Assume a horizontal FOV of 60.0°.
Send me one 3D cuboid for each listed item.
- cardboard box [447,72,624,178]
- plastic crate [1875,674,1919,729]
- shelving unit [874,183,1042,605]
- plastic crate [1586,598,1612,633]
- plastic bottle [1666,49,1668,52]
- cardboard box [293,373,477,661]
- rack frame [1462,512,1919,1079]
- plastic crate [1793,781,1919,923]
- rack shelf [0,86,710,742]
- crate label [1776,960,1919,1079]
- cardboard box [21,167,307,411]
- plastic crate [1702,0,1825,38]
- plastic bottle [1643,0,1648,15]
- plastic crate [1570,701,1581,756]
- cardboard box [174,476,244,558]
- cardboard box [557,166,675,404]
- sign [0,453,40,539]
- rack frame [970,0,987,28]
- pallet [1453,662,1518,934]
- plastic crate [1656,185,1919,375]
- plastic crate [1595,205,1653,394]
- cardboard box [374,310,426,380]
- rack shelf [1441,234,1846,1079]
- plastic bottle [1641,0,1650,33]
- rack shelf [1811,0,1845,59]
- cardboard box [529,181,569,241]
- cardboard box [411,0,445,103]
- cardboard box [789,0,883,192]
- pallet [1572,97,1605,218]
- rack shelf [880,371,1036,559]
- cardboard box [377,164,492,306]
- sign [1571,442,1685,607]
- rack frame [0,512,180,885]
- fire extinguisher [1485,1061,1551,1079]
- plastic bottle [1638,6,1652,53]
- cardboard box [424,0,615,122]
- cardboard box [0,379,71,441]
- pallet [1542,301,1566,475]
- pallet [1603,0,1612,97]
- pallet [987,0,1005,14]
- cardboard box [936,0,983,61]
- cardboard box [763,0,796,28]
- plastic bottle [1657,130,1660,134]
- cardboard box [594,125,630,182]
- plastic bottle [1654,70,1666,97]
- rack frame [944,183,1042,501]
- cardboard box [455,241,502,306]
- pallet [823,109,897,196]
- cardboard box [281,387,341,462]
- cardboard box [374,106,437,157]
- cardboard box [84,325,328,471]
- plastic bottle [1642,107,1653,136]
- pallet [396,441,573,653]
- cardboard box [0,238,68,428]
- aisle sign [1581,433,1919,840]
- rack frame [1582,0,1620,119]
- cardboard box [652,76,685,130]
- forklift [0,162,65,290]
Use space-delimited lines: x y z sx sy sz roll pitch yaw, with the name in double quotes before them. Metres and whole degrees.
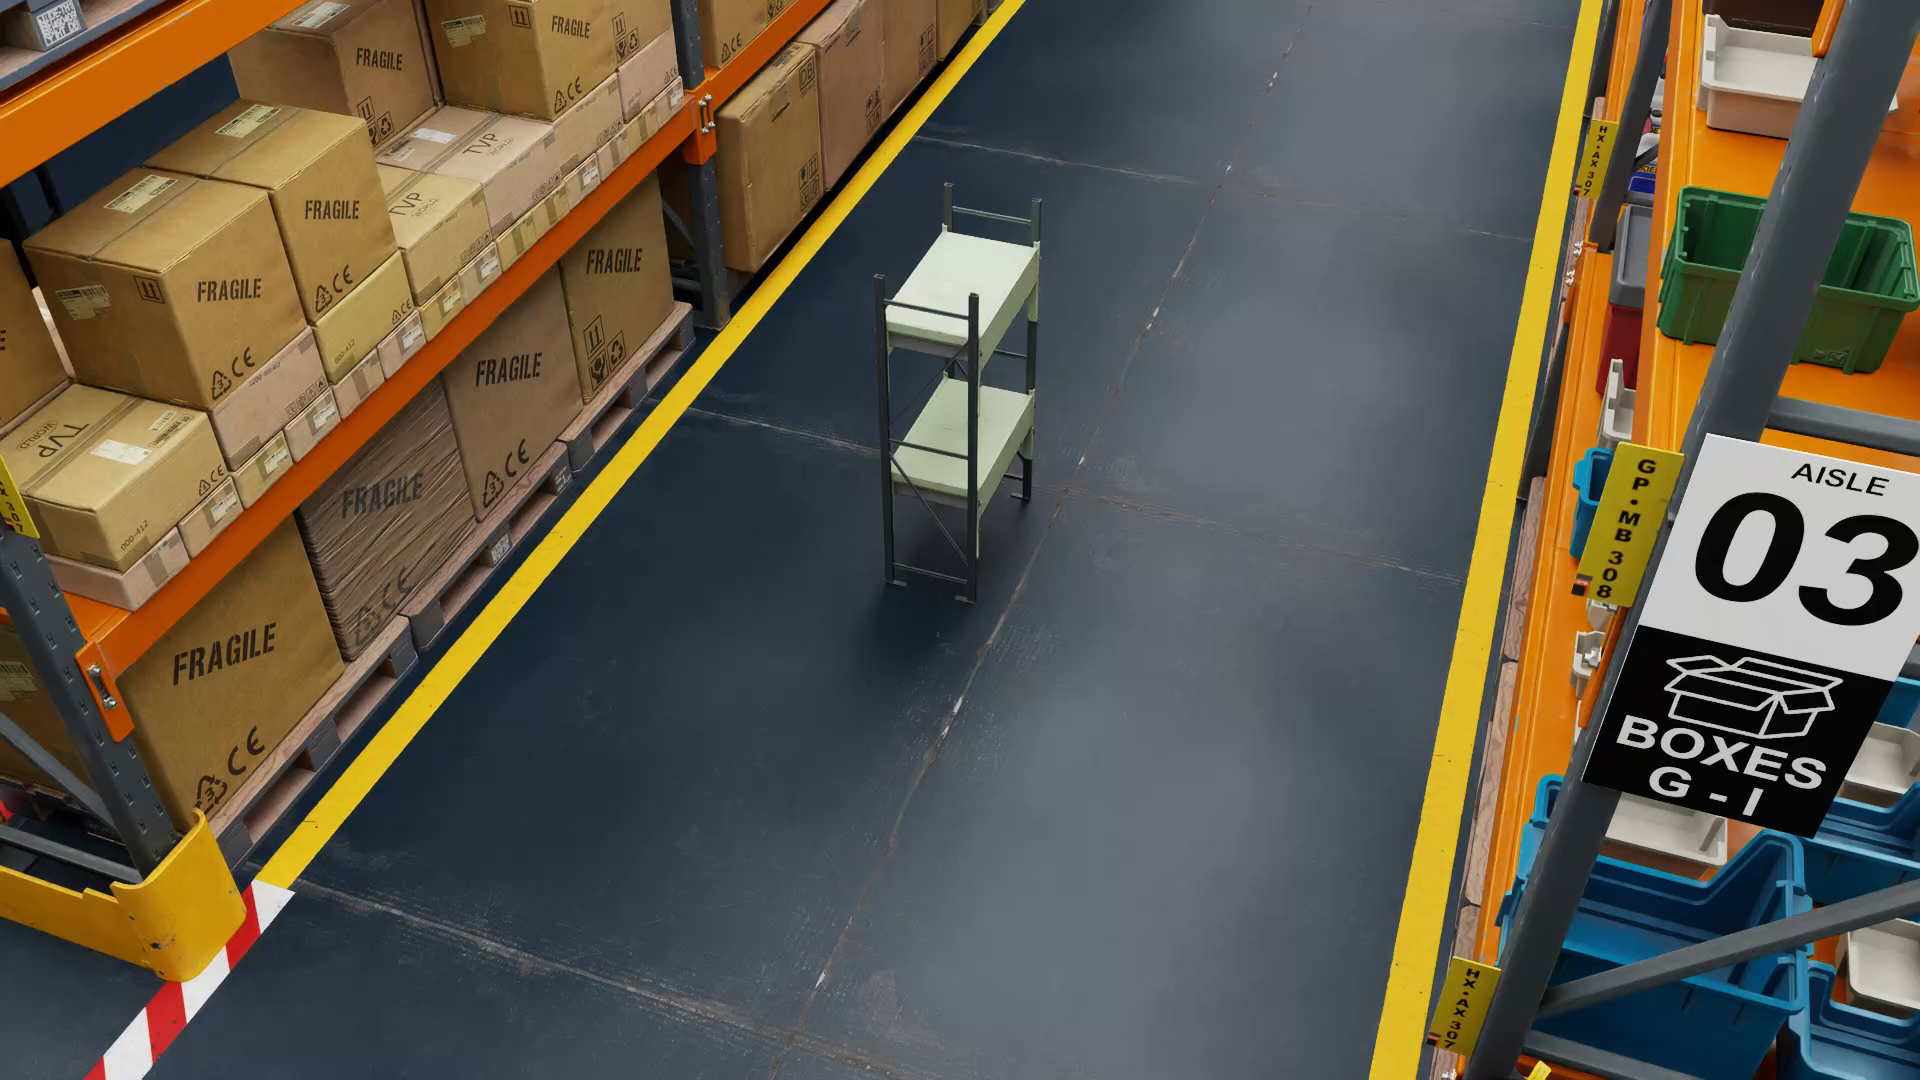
"cardboard box" -1.750 -1.759 6.887 0.500 0.250 0.500 15 43 16
"plastic crate" 2.460 0.353 4.608 0.416 0.233 0.300 13 42 15
"shelving unit" 0.002 -0.575 6.768 0.431 1.500 0.755 13 42 15
"plastic crate" 1.993 0.199 4.862 0.298 0.136 0.250 13 42 15
"plastic bottle" 3.112 -2.042 7.428 0.152 0.276 0.135 13 42 15
"cardboard box" -2.584 -0.221 6.512 0.875 0.875 0.875 13 42 15
"rack frame" 1.616 1.193 3.541 1.000 3.000 0.127 13 42 15
"plastic crate" 2.235 0.755 4.137 0.416 0.233 0.300 13 42 15
"rack shelf" -2.355 -0.853 6.493 1.077 0.370 4.000 13 42 15
"crate label" 2.010 1.156 3.667 0.416 0.233 0.303 13 42 15
"cardboard box" -2.450 -0.786 5.168 0.500 0.500 0.500 12 42 14
"plastic crate" 2.301 -1.641 4.653 0.497 0.269 0.590 13 42 15
"plastic bottle" 3.462 -2.755 8.258 0.061 0.283 0.133 13 42 15
"plastic crate" 1.837 0.559 4.440 0.396 0.136 0.243 13 42 15
"cardboard box" -2.521 -0.111 5.263 0.380 0.149 0.250 13 42 14
"cardboard box" -1.971 -1.313 7.791 0.875 0.875 0.875 13 42 15
"sign" -2.519 -0.139 4.374 0.100 0.325 0.005 13 42 15
"rack frame" -0.303 -4.786 10.548 1.000 3.000 0.127 13 42 15
"pallet" 2.353 1.018 5.895 1.003 0.211 1.213 13 42 15
"plastic crate" 1.685 -0.533 3.415 0.450 0.188 0.336 13 42 15
"plastic crate" 2.443 -0.805 5.787 0.402 0.464 0.583 13 42 15
"cardboard box" -2.170 -0.739 5.999 0.380 0.149 0.250 13 42 15
"rack shelf" 2.300 0.247 5.204 1.077 0.370 4.000 13 42 15
"plastic bottle" 3.426 -2.601 8.084 0.152 0.276 0.135 13 42 15
"rack shelf" 2.300 -1.883 3.387 1.077 0.370 4.000 13 42 15
"cardboard box" -1.819 -1.364 6.731 0.380 0.149 0.250 14 42 16
"cardboard box" -2.250 -2.154 6.772 0.500 0.500 0.500 13 42 15
"cardboard box" -1.166 -2.638 9.344 1.225 0.875 0.875 12 42 14
"pallet" 4.121 -2.136 9.591 1.003 0.211 1.213 13 42 15
"rack shelf" 0.002 -0.327 6.980 0.431 0.370 0.720 13 42 15
"cardboard box" -2.100 -1.139 6.160 0.500 0.250 0.500 12 42 14
"sign" 1.093 -0.021 2.733 0.100 0.325 0.005 13 42 15
"rack frame" -3.038 0.094 4.829 1.000 3.000 0.127 13 42 15
"fire extinguisher" 1.137 1.355 3.697 0.296 0.674 0.183 13 42 15
"plastic bottle" 3.274 -2.420 7.865 0.061 0.283 0.133 13 42 15
"cardboard box" -1.752 -2.043 6.642 0.500 0.500 0.500 14 42 16
"cardboard box" -3.122 -0.317 5.197 0.500 0.250 0.500 13 42 14
"pallet" 3.287 -0.647 7.846 1.003 0.211 1.213 13 42 15
"pallet" 4.653 -3.090 10.709 1.003 0.211 1.213 13 42 15
"pallet" -0.034 -4.201 12.012 1.003 0.211 1.213 13 42 15
"cardboard box" -0.558 -3.721 10.614 1.225 0.875 0.875 11 42 13
"cardboard box" -1.107 -2.916 8.280 0.500 0.500 0.500 13 42 15
"plastic bottle" 2.931 -1.628 7.000 0.097 0.201 0.097 0 40 0
"cardboard box" -1.643 -1.678 7.100 0.380 0.149 0.250 13 42 14
"plastic bottle" 2.991 -1.861 7.159 0.144 0.351 0.185 13 42 15
"rack frame" 0.127 -0.798 7.030 0.400 1.500 0.023 13 42 15
"cardboard box" -1.994 -1.053 6.367 0.380 0.149 0.250 14 42 16
"pallet" -1.062 -2.519 10.040 1.003 0.211 1.213 13 42 15
"cardboard box" -2.345 -0.427 5.632 0.380 0.149 0.250 13 42 14
"cardboard box" -2.424 -1.554 6.647 0.500 0.250 0.500 14 43 16
"cardboard box" -2.449 -0.514 5.428 0.500 0.250 0.500 13 42 15
"plastic bottle" 2.851 -1.666 6.981 0.061 0.283 0.133 13 42 15
"pallet" -2.420 -0.092 7.196 1.003 0.211 1.213 13 42 15
"cardboard box" -3.119 -0.603 4.955 0.500 0.500 0.500 14 42 16
"aisle sign" 1.316 0.183 2.722 0.394 0.787 0.004 13 42 15
"rack frame" 4.352 -3.687 9.260 1.000 3.000 0.127 13 42 15
"cardboard box" -1.467 -1.992 7.467 0.380 0.149 0.250 14 42 15
"forklift" -4.763 -1.906 7.226 1.130 2.935 3.031 -5 41 -6
